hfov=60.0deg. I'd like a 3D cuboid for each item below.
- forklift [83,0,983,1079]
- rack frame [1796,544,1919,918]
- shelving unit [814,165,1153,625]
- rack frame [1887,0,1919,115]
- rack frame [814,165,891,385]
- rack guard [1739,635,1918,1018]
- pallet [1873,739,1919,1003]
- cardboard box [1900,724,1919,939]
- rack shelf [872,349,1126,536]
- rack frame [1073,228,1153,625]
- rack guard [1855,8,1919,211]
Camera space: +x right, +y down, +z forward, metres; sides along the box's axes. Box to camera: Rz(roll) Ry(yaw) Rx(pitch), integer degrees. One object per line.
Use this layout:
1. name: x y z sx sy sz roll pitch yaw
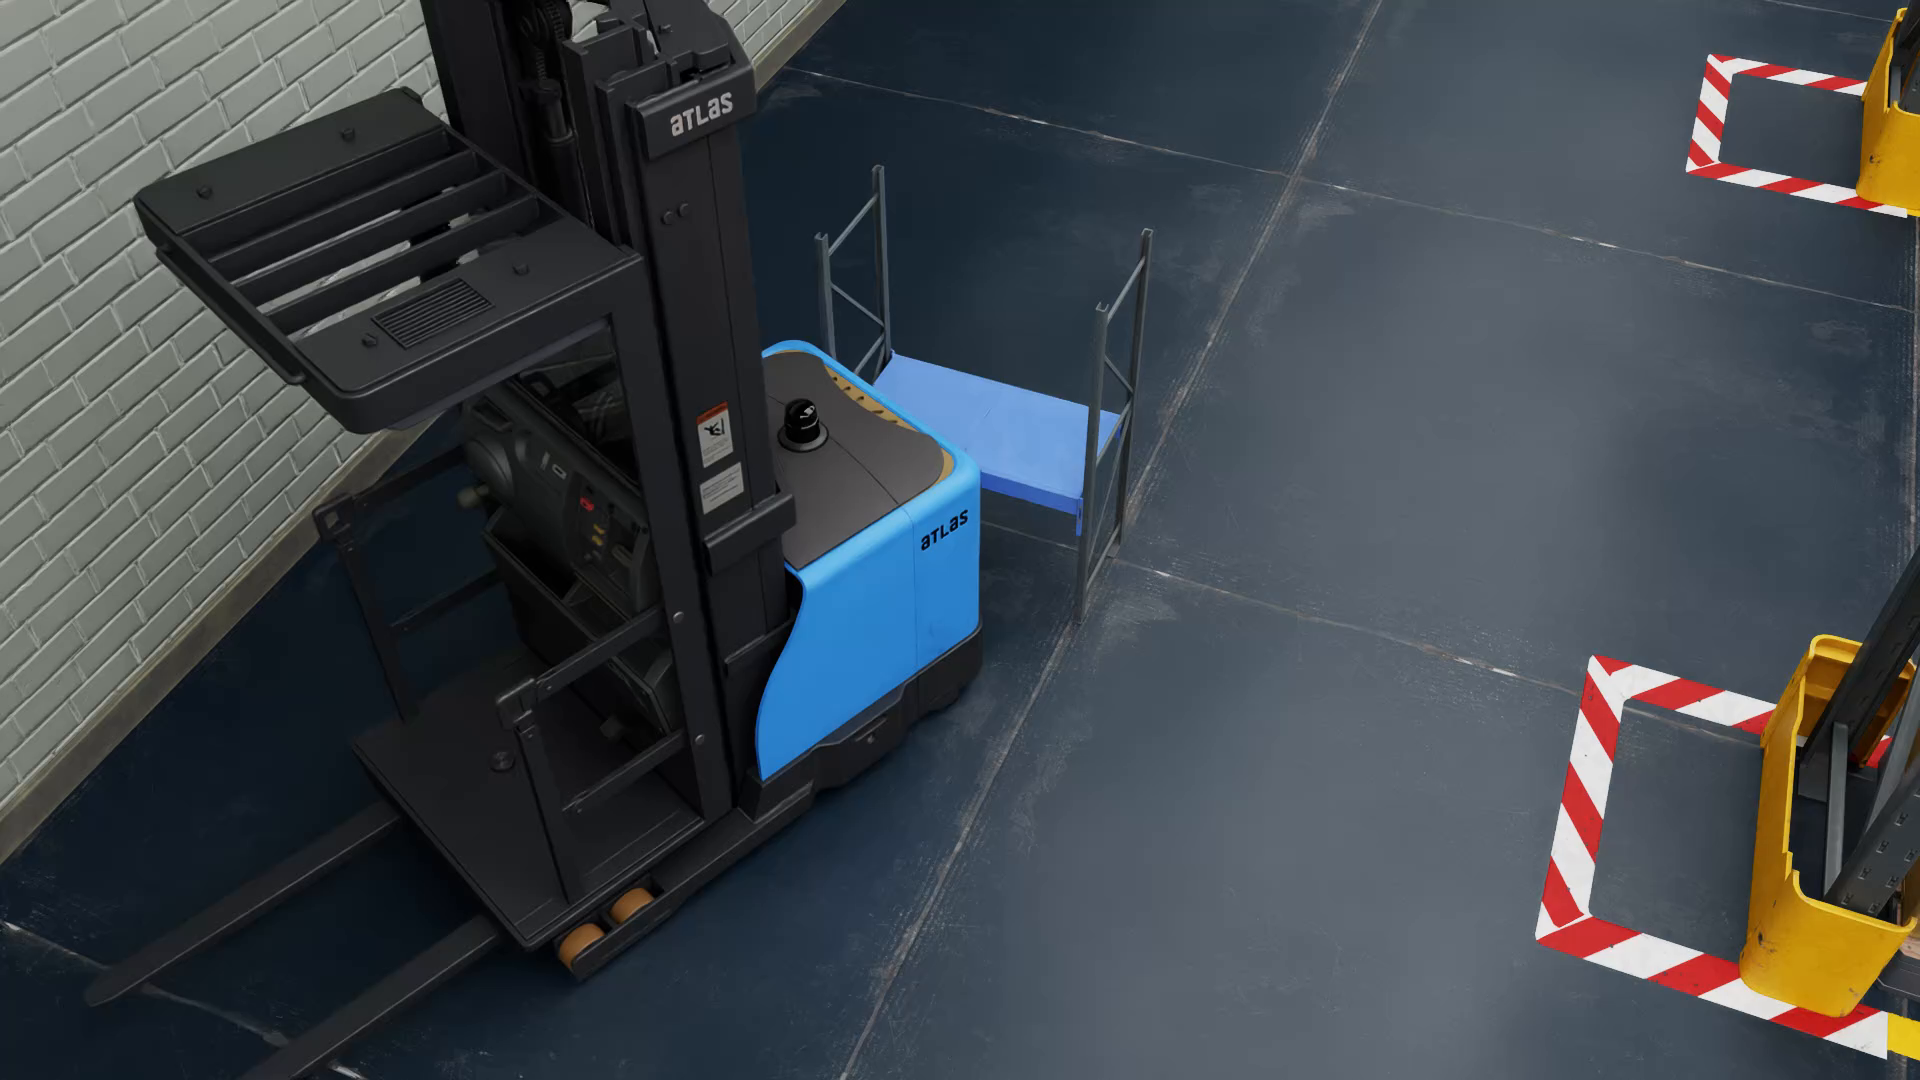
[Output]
1. forklift: -1.335 -0.063 4.735 3.031 2.935 1.130 -34 54 -29
2. rack frame: 2.891 0.036 4.587 0.127 3.000 1.000 16 47 16
3. shelving unit: 0.083 -0.512 6.201 1.048 1.500 0.538 17 47 16
4. rack frame: 4.894 -3.165 7.805 0.127 3.000 1.000 16 47 16
5. rack frame: -0.385 -0.653 6.343 0.032 1.500 0.500 17 47 16
6. rack guard: 2.869 0.916 5.475 0.348 0.500 1.175 16 47 16
7. pallet: 3.659 1.191 5.404 1.213 0.211 1.003 16 47 16
8. cardboard box: 3.512 0.762 5.066 0.875 0.875 0.875 16 47 16
9. rack shelf: 0.083 -0.384 6.328 1.000 0.185 0.538 17 47 16
10. rack frame: 0.550 -0.370 6.059 0.032 1.500 0.500 17 47 16
11. rack guard: 4.964 -2.258 8.665 0.348 0.500 1.175 16 47 16
